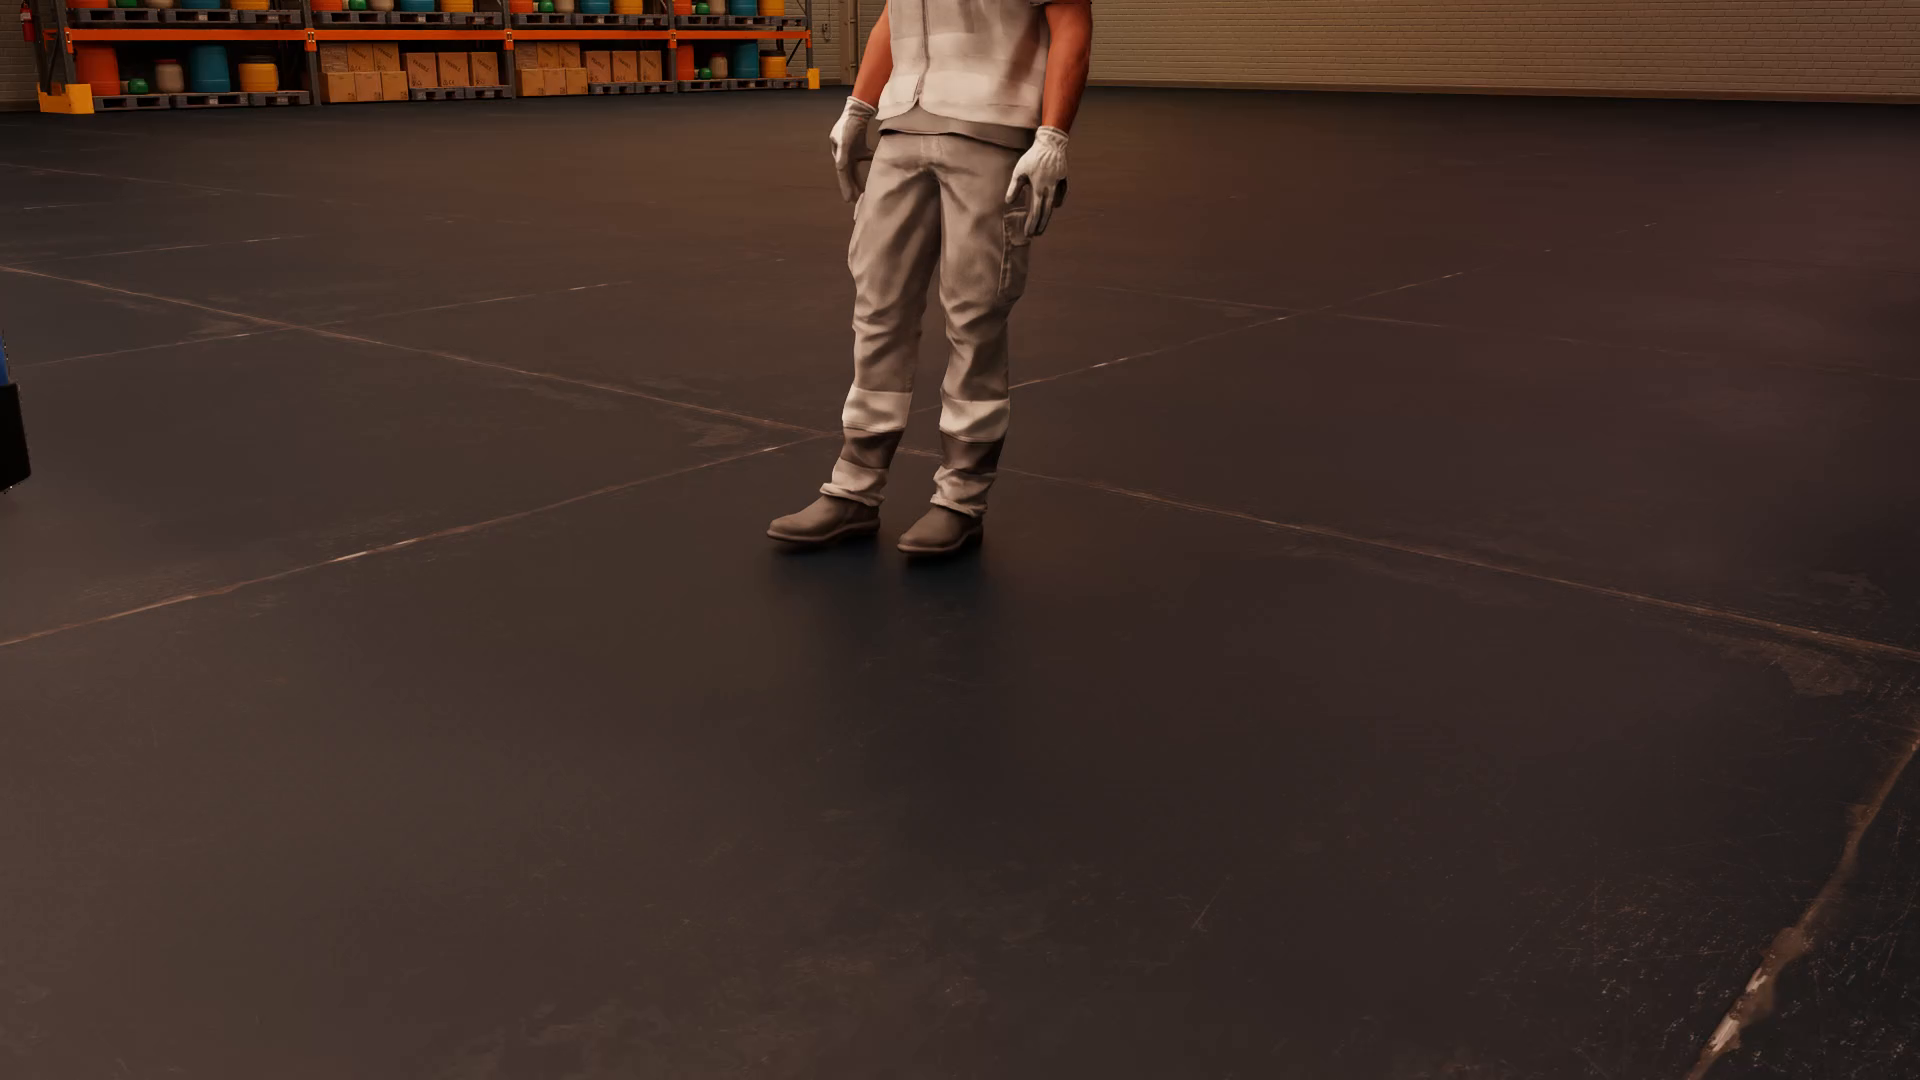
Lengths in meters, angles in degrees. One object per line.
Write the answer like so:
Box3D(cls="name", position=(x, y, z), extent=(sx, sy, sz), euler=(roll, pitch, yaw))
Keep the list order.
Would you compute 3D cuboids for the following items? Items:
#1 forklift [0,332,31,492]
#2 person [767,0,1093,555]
Box3D(cls="forklift", position=(-3.850, -1.343, 3.320), extent=(3.031, 2.935, 1.130), euler=(-1, 17, -3))
Box3D(cls="person", position=(-0.060, -0.846, 3.627), extent=(0.638, 1.789, 0.562), euler=(13, 21, 37))
